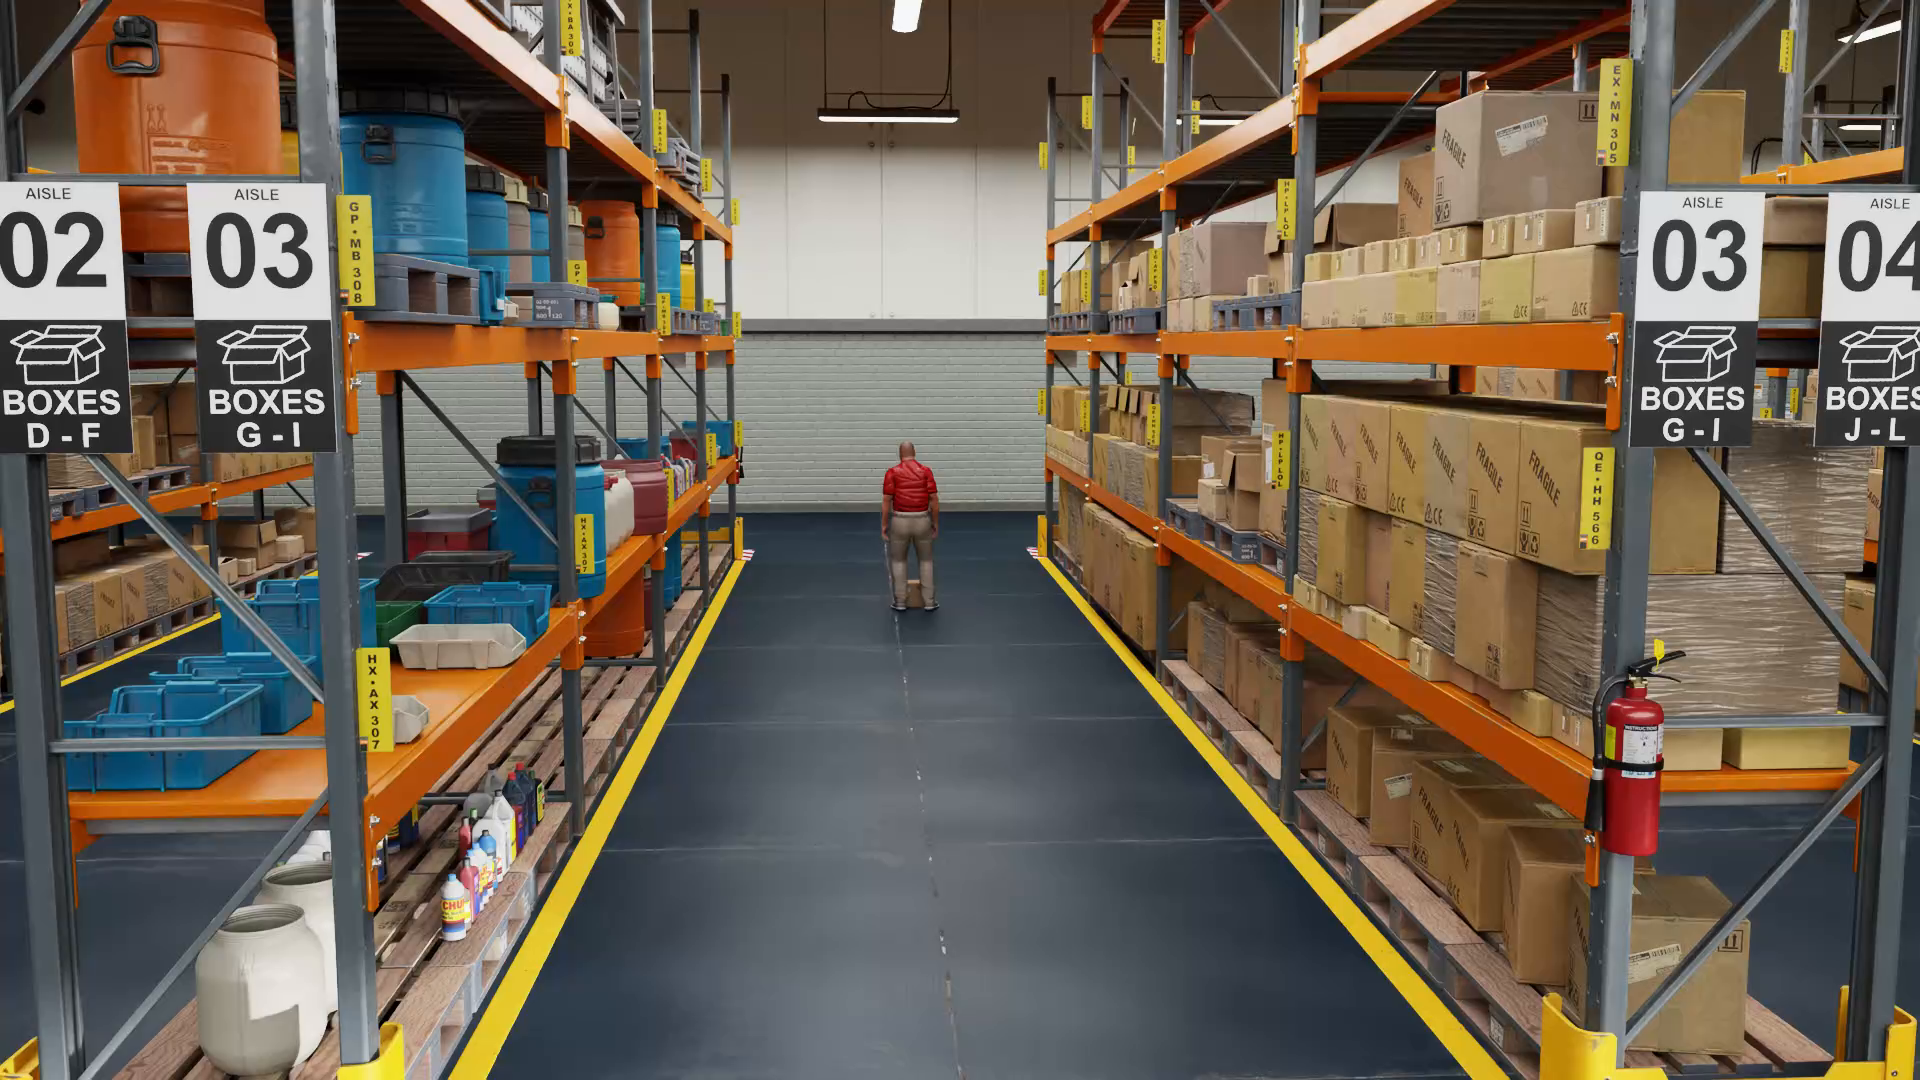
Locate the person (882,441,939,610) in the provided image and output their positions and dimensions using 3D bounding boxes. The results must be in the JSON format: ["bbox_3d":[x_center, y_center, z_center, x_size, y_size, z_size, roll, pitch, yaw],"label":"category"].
[{"bbox_3d":[-0.504,-0.145,17.015,0.604,1.726,0.394,-1,7,-7],"label":"person"}]
